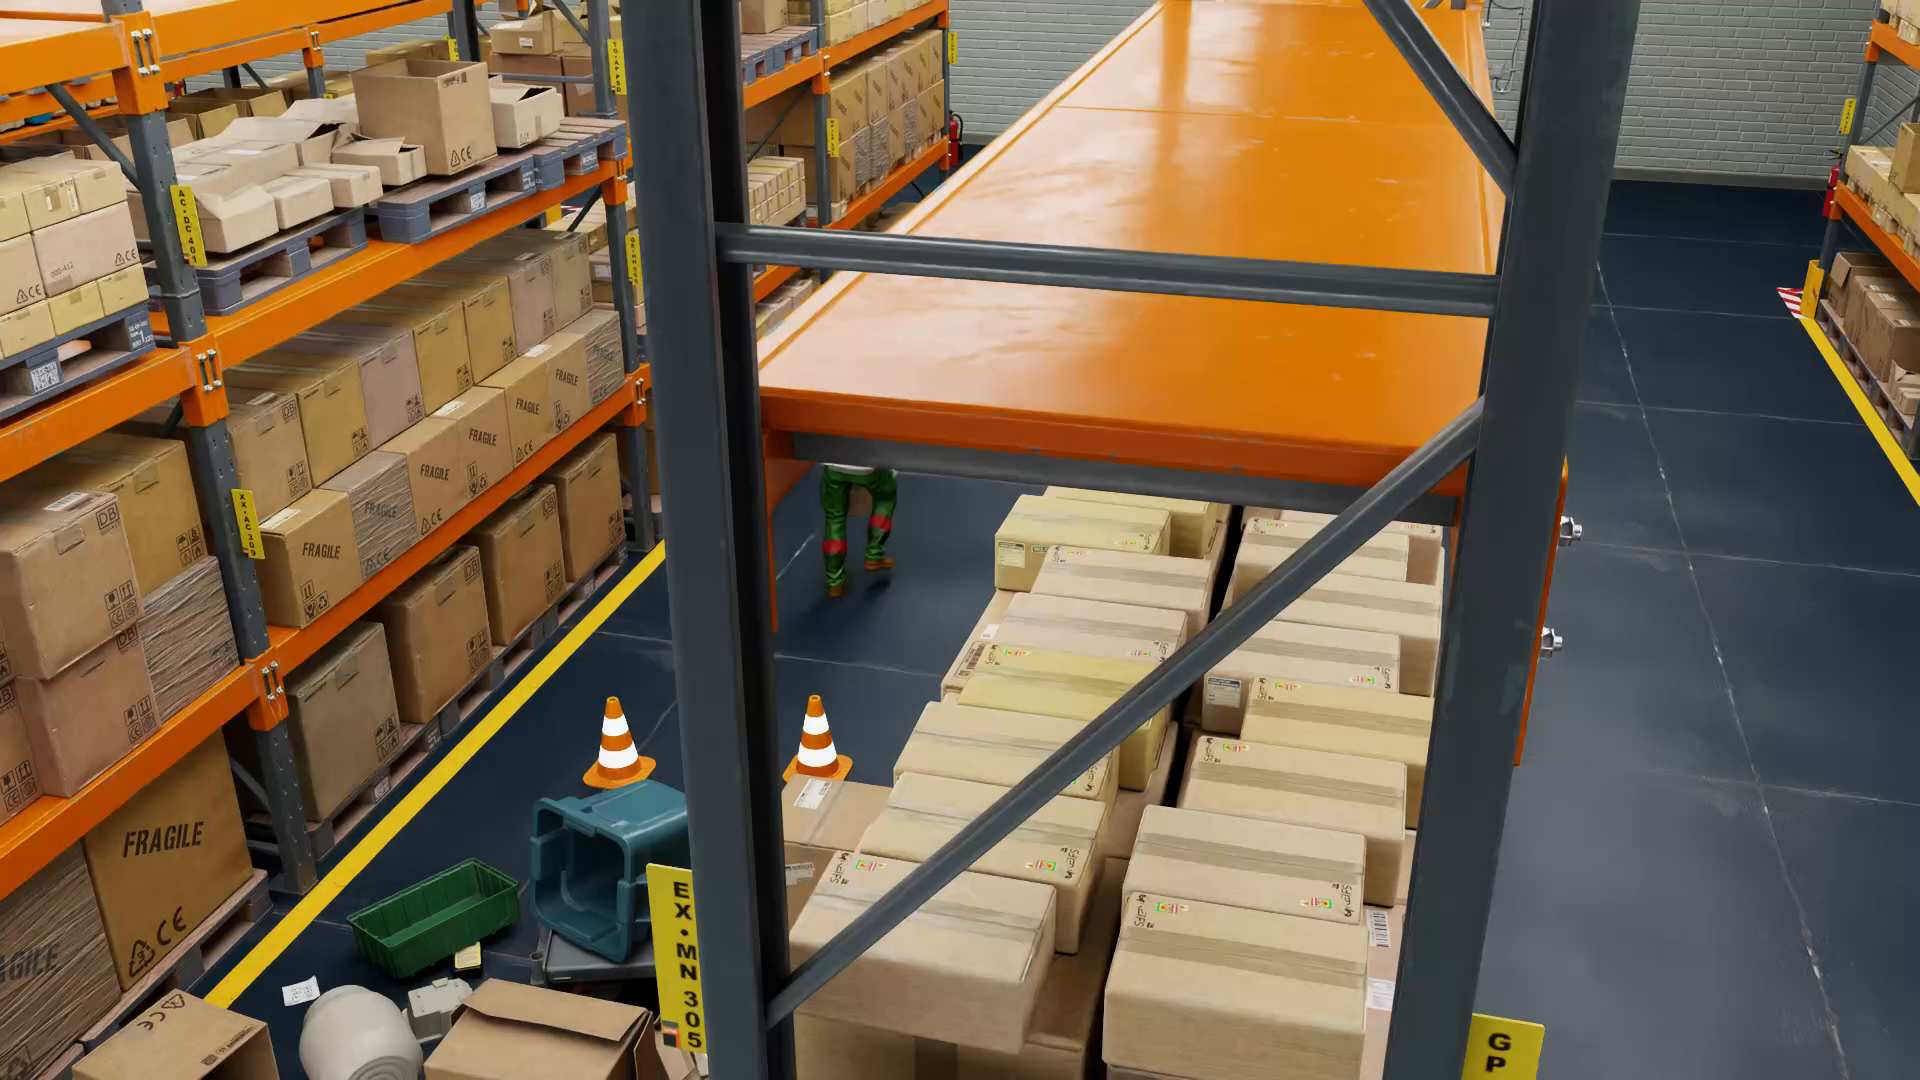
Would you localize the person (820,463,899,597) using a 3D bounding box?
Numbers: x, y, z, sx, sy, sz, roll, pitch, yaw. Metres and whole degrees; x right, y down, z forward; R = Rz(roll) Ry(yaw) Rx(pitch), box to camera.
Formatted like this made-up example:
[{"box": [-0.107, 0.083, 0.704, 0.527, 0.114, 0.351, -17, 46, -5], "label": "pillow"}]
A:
[{"box": [-0.694, -0.435, 10.951, 0.645, 1.507, 0.683, 5, 25, 10], "label": "person"}]
